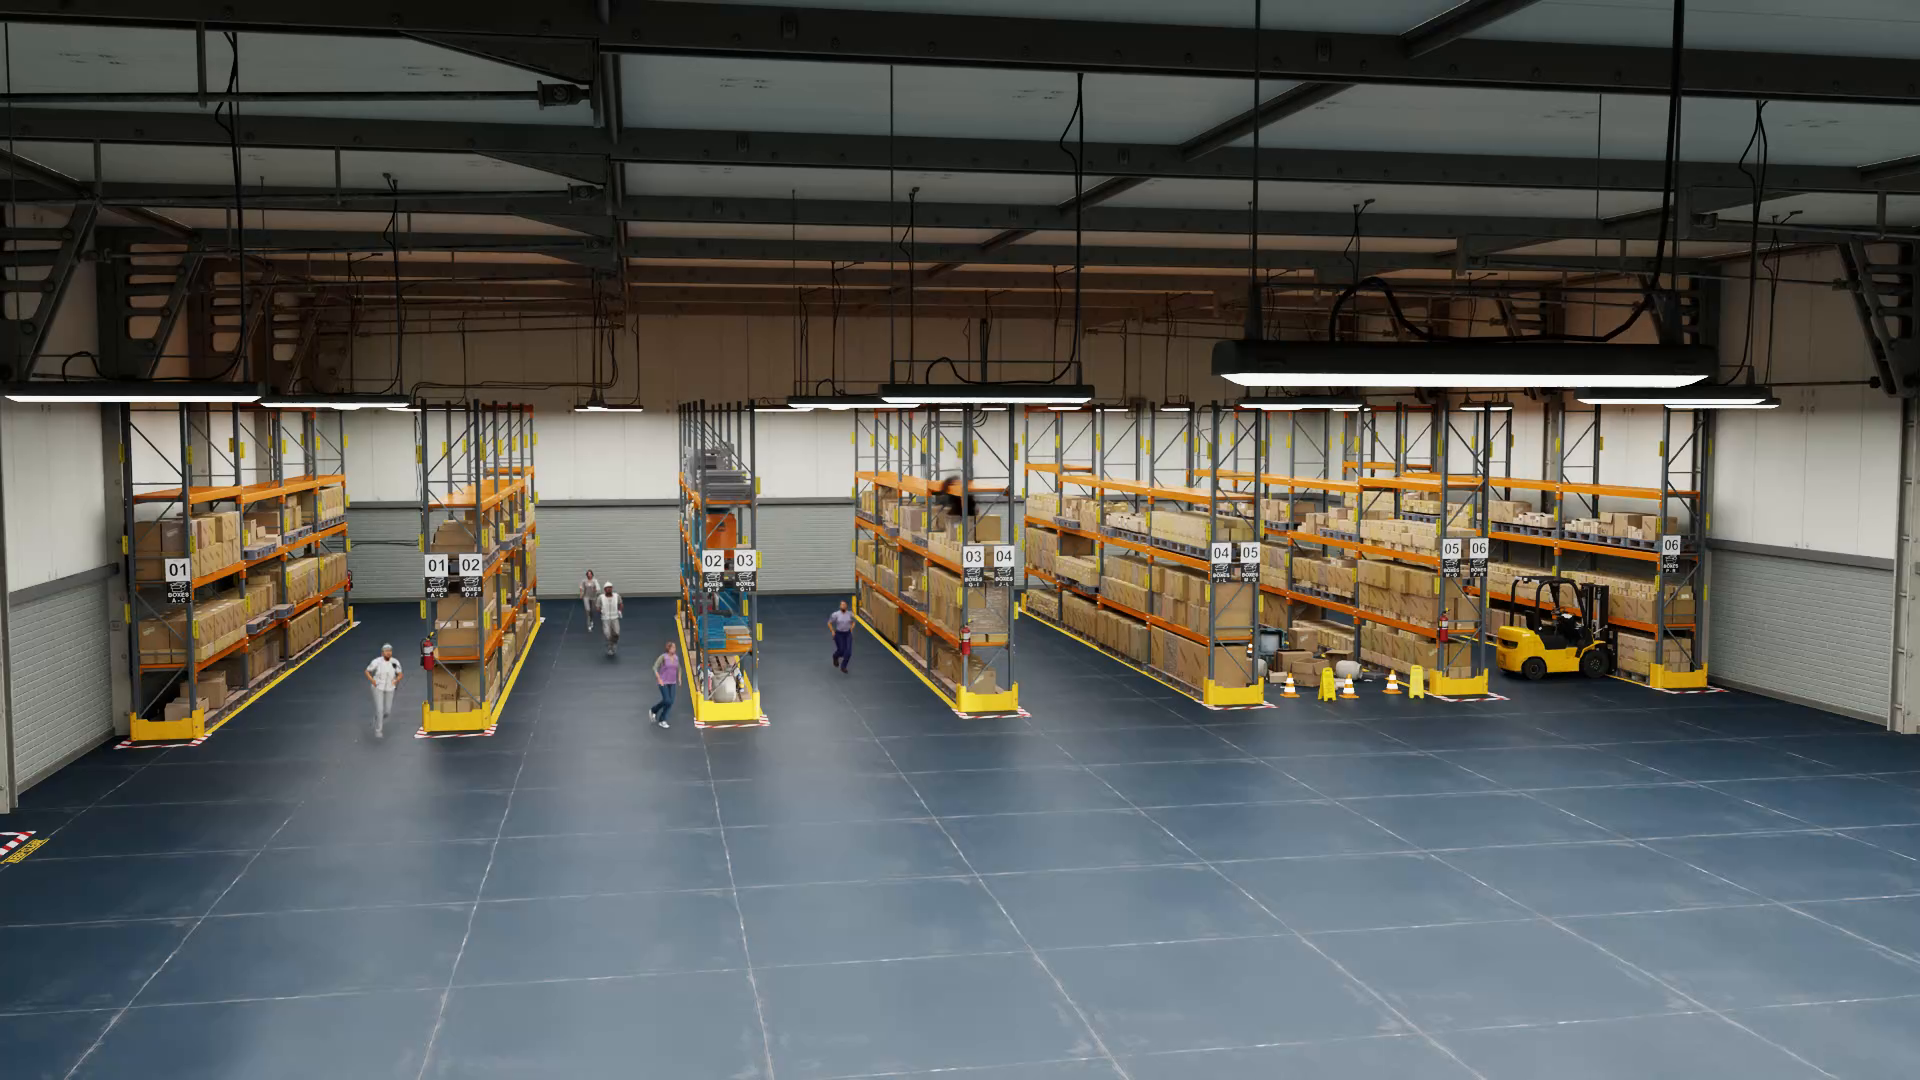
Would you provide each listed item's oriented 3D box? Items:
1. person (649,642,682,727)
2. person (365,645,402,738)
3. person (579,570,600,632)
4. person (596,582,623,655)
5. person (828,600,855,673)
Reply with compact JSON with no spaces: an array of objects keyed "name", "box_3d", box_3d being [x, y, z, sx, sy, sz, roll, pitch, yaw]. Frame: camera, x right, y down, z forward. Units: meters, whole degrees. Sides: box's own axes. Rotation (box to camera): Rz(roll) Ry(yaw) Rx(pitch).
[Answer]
[{"name":"person","box_3d":[-5.384,2.655,30.588,0.483,1.527,0.508,4,6,45]},{"name":"person","box_3d":[-10.330,2.683,29.832,0.647,1.635,0.697,-3,5,-31]},{"name":"person","box_3d":[-9.788,1.581,43.999,0.522,1.612,0.855,-1,4,-16]},{"name":"person","box_3d":[-8.274,1.867,39.351,0.653,1.735,0.615,-1,5,-18]},{"name":"person","box_3d":[-2.594,2.151,36.946,0.607,1.596,0.549,-2,5,-25]}]
